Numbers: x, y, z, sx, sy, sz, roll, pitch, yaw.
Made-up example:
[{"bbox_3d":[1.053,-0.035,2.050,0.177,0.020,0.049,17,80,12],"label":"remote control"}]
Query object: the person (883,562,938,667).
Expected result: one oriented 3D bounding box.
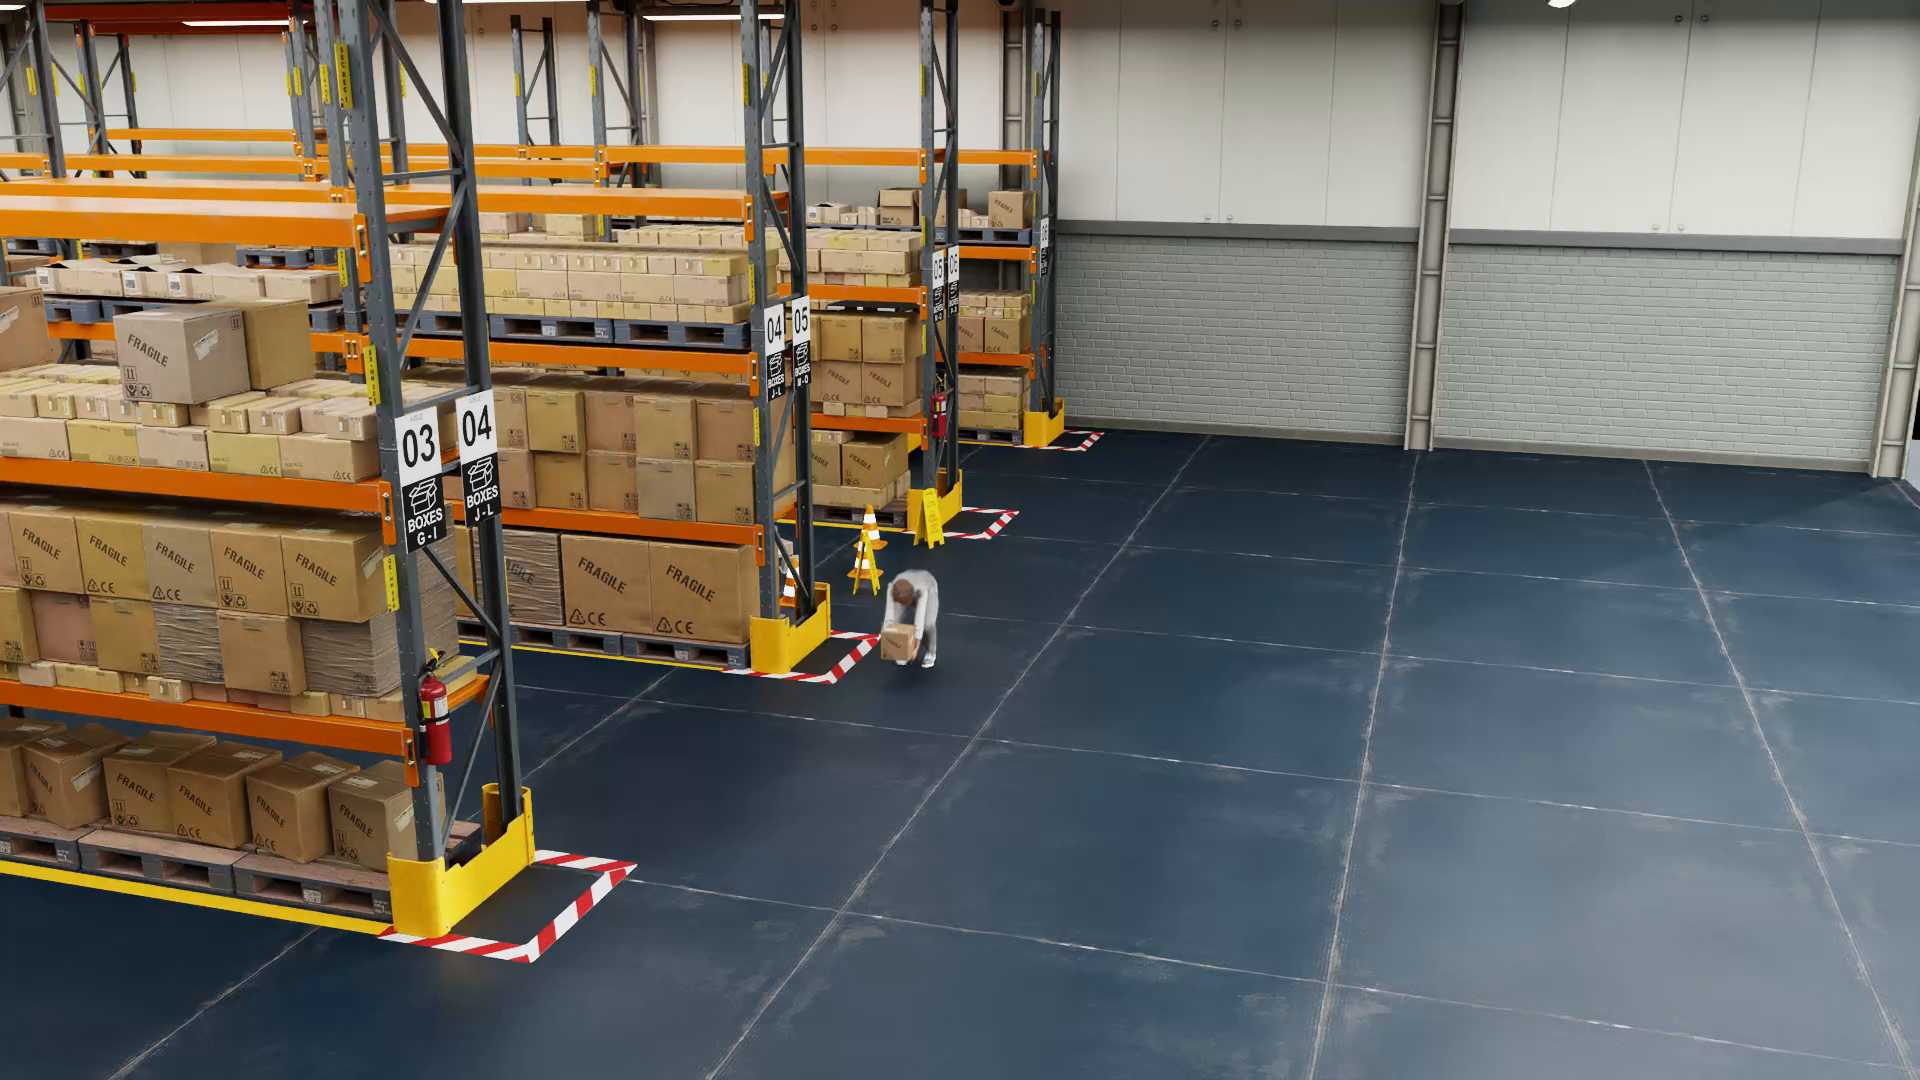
[{"bbox_3d":[-0.432,0.671,14.637,0.422,0.985,0.861,4,16,13],"label":"person"}]
